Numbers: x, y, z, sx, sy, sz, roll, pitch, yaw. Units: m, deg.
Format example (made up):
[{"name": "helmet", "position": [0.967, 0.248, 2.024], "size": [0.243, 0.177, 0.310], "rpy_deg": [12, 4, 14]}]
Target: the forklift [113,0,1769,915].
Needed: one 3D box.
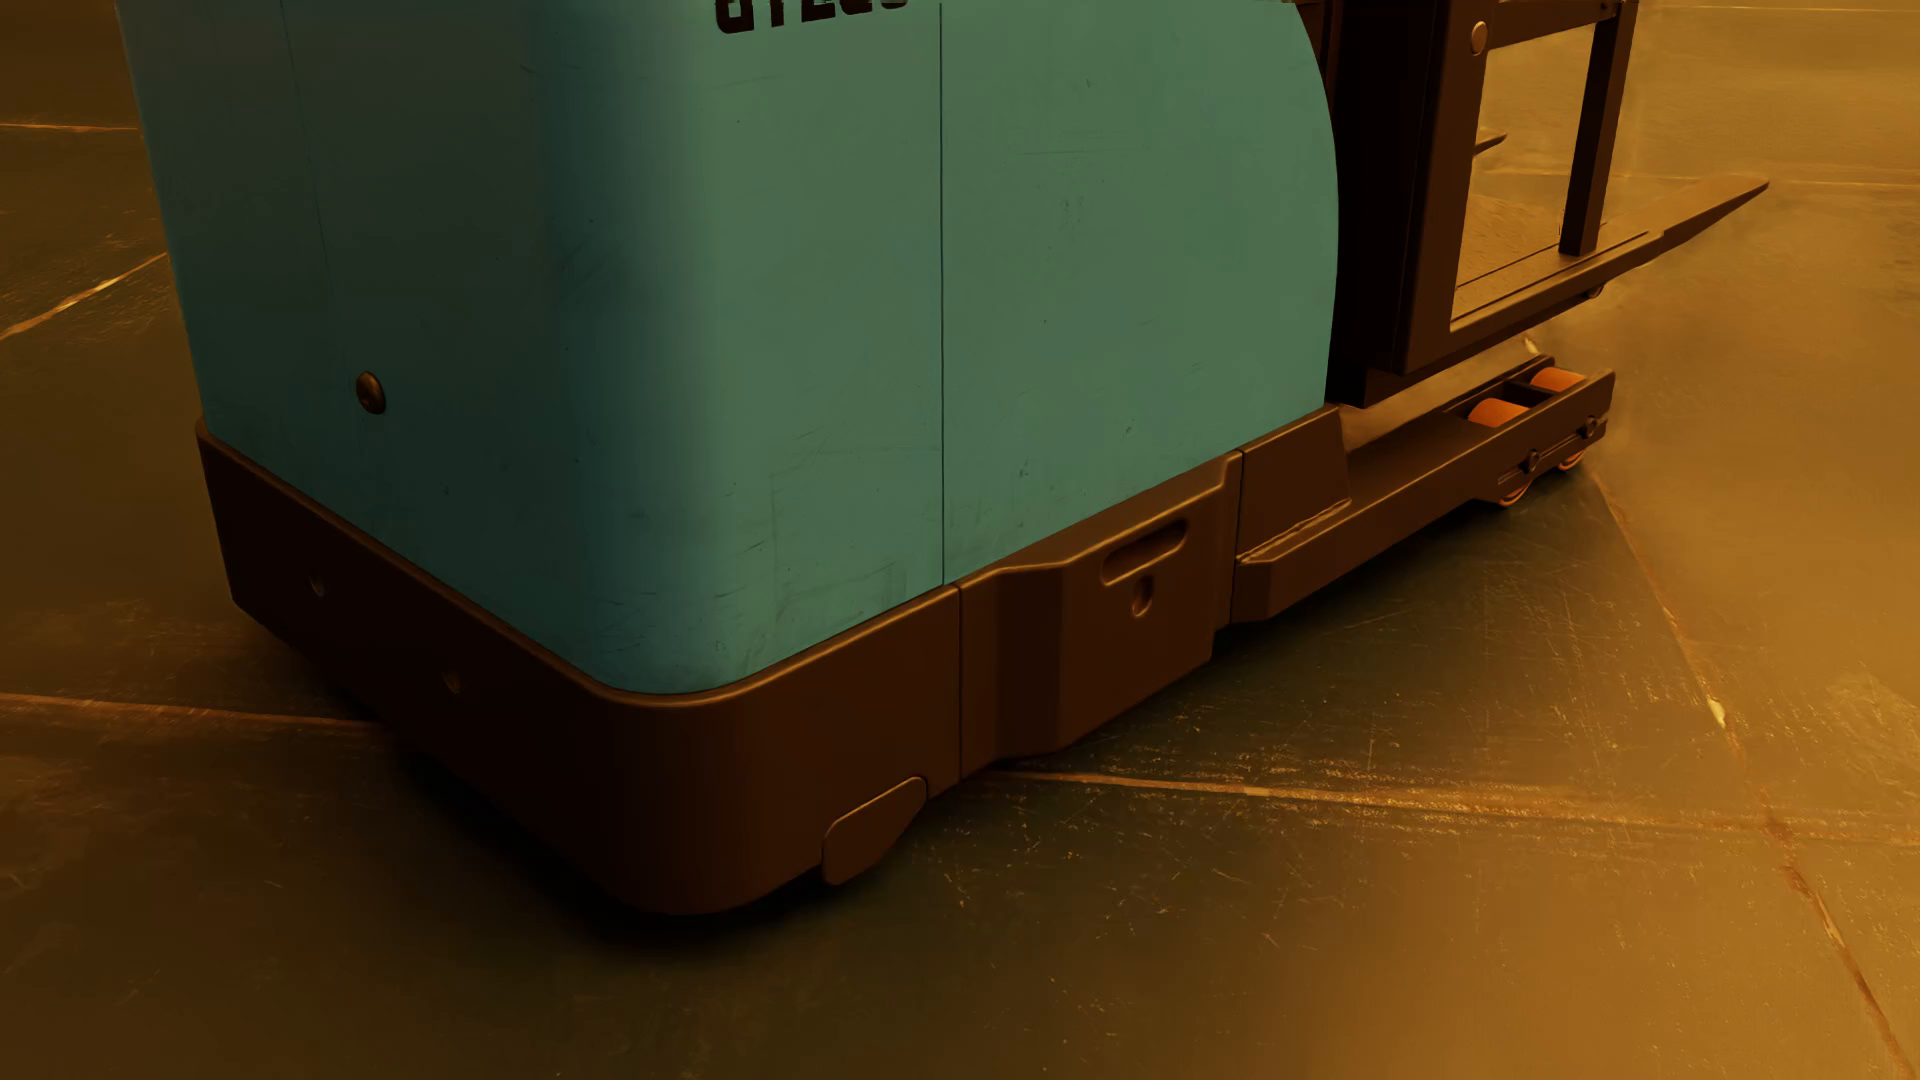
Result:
[{"name": "forklift", "position": [0.425, -1.509, 2.241], "size": [1.130, 2.935, 3.031], "rpy_deg": [24, 35, 39]}]
